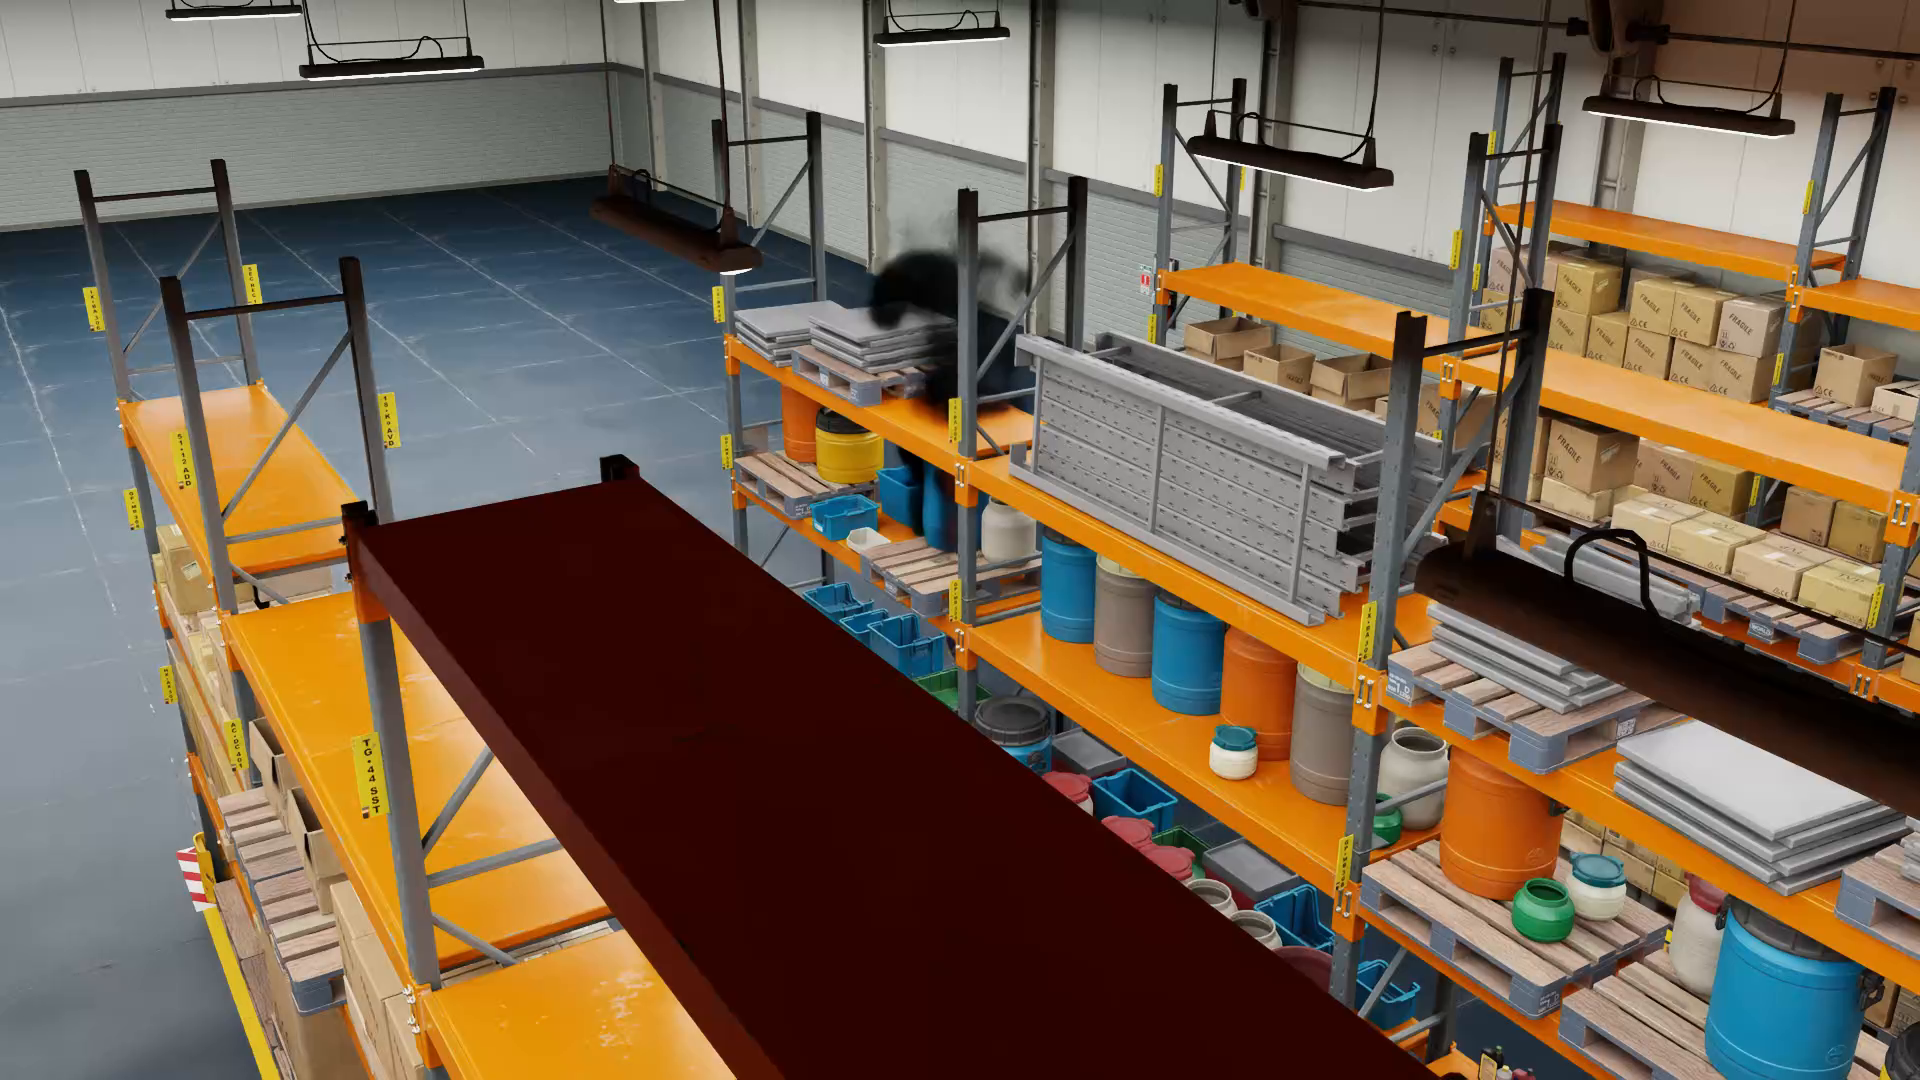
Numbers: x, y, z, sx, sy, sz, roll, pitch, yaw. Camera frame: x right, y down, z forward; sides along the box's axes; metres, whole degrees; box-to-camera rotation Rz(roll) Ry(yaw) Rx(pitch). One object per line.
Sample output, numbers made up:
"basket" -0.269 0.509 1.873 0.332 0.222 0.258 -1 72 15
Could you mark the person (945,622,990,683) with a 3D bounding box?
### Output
"person" 0.043 1.048 16.659 0.591 1.705 0.740 -15 26 -32
